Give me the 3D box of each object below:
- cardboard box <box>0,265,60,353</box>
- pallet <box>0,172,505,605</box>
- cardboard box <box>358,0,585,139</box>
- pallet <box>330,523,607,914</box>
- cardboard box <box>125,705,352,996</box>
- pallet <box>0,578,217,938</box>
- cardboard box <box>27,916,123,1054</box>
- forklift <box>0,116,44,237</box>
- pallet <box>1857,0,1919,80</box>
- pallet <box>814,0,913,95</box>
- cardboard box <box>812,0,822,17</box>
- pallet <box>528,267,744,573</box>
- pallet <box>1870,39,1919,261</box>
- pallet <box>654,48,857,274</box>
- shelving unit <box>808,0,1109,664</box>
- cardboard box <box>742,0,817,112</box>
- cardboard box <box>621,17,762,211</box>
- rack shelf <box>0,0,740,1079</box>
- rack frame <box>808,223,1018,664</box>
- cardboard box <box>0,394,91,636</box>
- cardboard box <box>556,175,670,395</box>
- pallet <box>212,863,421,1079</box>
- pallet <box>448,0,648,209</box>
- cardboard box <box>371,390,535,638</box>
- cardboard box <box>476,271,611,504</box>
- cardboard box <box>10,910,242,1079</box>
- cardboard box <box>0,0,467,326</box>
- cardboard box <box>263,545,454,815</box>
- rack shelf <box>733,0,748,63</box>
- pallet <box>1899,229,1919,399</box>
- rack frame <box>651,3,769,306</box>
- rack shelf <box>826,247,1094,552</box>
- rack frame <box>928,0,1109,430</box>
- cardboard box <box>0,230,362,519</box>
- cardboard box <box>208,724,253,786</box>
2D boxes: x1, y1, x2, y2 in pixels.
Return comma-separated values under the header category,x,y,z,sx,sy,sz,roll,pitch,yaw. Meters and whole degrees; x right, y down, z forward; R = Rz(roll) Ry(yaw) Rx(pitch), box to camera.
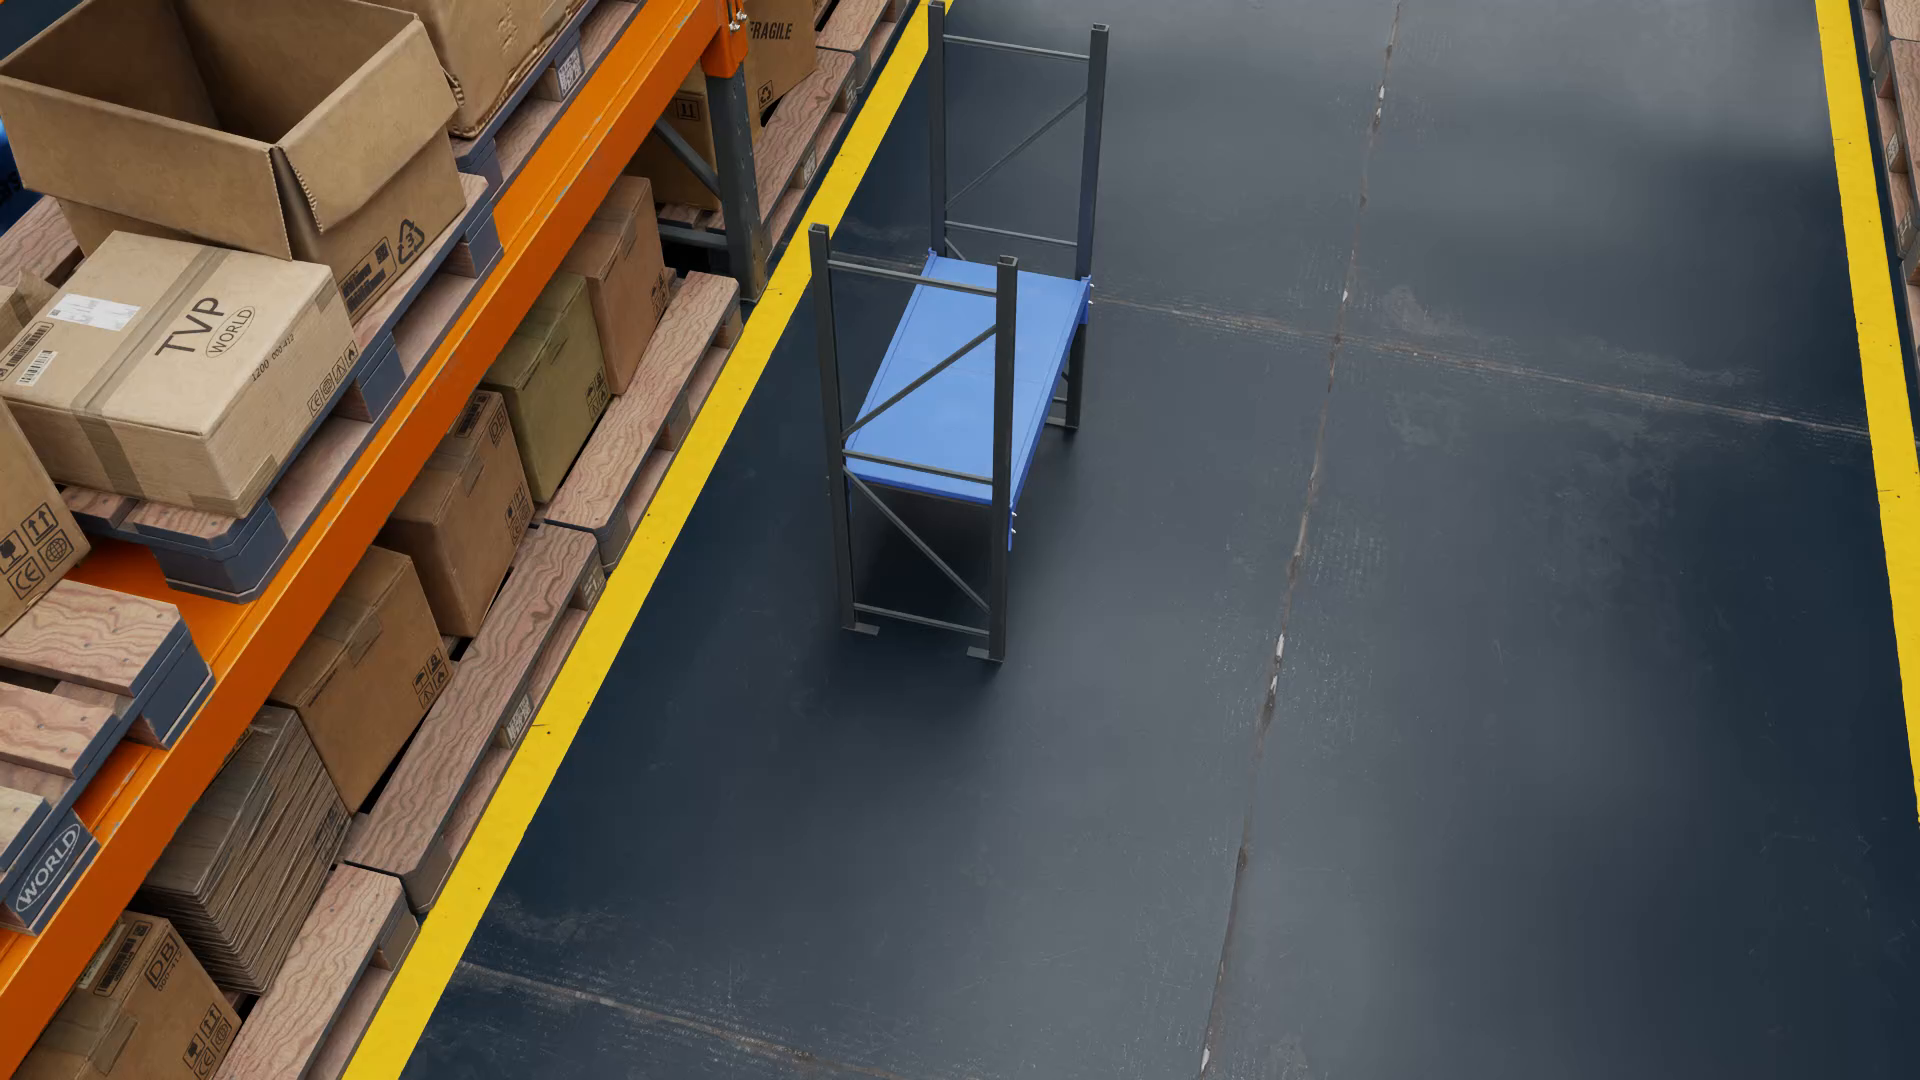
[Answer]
category,x,y,z,sx,sy,sz,roll,pitch,yaw
cardboard box,-2.072,-0.442,3.449,0.396,0.266,0.258,10,49,9
pallet,-1.769,-0.465,3.787,1.003,0.211,1.213,12,50,10
cardboard box,-1.542,-1.772,4.133,1.000,1.000,1.000,12,50,10
pallet,-1.721,0.390,4.765,1.003,0.211,1.213,12,50,10
cardboard box,-1.960,0.701,4.004,0.700,0.500,0.500,8,49,7
pallet,-2.166,0.439,2.990,1.213,0.211,1.003,12,50,10
cardboard box,-2.103,0.855,3.369,0.500,0.250,0.500,13,50,12
forklift,-3.751,-0.587,3.813,1.130,2.935,3.031,14,50,12
pallet,4.439,-2.324,7.160,1.003,0.211,1.213,12,50,10
pallet,-0.736,-2.437,7.260,1.003,0.211,1.213,12,50,10
cardboard box,-0.823,-2.455,6.803,0.500,0.500,0.500,8,49,7
pallet,-1.402,-0.495,5.546,1.003,0.211,1.213,12,50,10
pallet,4.116,-1.444,6.384,1.003,0.211,1.213,12,50,10
pallet,-1.055,-1.551,6.478,1.003,0.211,1.213,12,50,10
shelving unit,0.022,-0.558,4.742,0.538,1.500,1.048,12,50,10
cardboard box,-0.911,-1.990,6.393,0.500,0.500,0.500,27,54,22
cardboard box,-1.054,-1.575,6.026,0.500,0.500,0.500,10,49,9
rack shelf,-1.724,-0.297,3.991,1.077,0.370,4.000,12,50,10
rack frame,-0.111,-0.190,4.418,0.500,1.500,0.032,12,50,10
cardboard box,-2.097,-0.082,2.975,0.700,0.500,0.500,18,51,16
cardboard box,-1.380,-0.860,5.382,0.700,0.500,0.500,8,49,7
pallet,-2.044,1.270,3.989,1.003,0.211,1.213,12,50,10
pallet,-1.540,-1.394,4.607,1.003,0.211,1.213,12,50,10
cardboard box,-1.671,-0.114,4.724,0.700,0.500,0.500,8,49,7
cardboard box,-1.524,-0.519,5.081,0.700,0.500,0.500,11,50,10
cardboard box,-2.094,1.105,3.648,0.700,0.500,0.500,9,49,8
cardboard box,-1.565,-0.882,3.679,0.797,0.503,0.637,16,51,14
cardboard box,-1.818,0.290,4.367,0.700,0.500,0.500,15,50,13
rack shelf,-0.672,-3.190,6.545,1.077,0.370,4.000,12,50,10
pallet,3.797,-0.559,5.602,1.003,0.211,1.213,12,50,10
rack frame,-1.198,-1.981,4.998,1.000,3.000,0.127,12,50,10
rack shelf,0.022,-0.439,4.877,0.538,0.185,1.000,12,50,10
rack frame,0.156,-0.926,5.067,0.500,1.500,0.032,12,50,10
cardboard box,-1.588,-0.344,3.373,0.500,0.250,0.500,10,49,9
cardboard box,-1.974,0.469,3.709,0.500,0.250,0.500,17,51,14
